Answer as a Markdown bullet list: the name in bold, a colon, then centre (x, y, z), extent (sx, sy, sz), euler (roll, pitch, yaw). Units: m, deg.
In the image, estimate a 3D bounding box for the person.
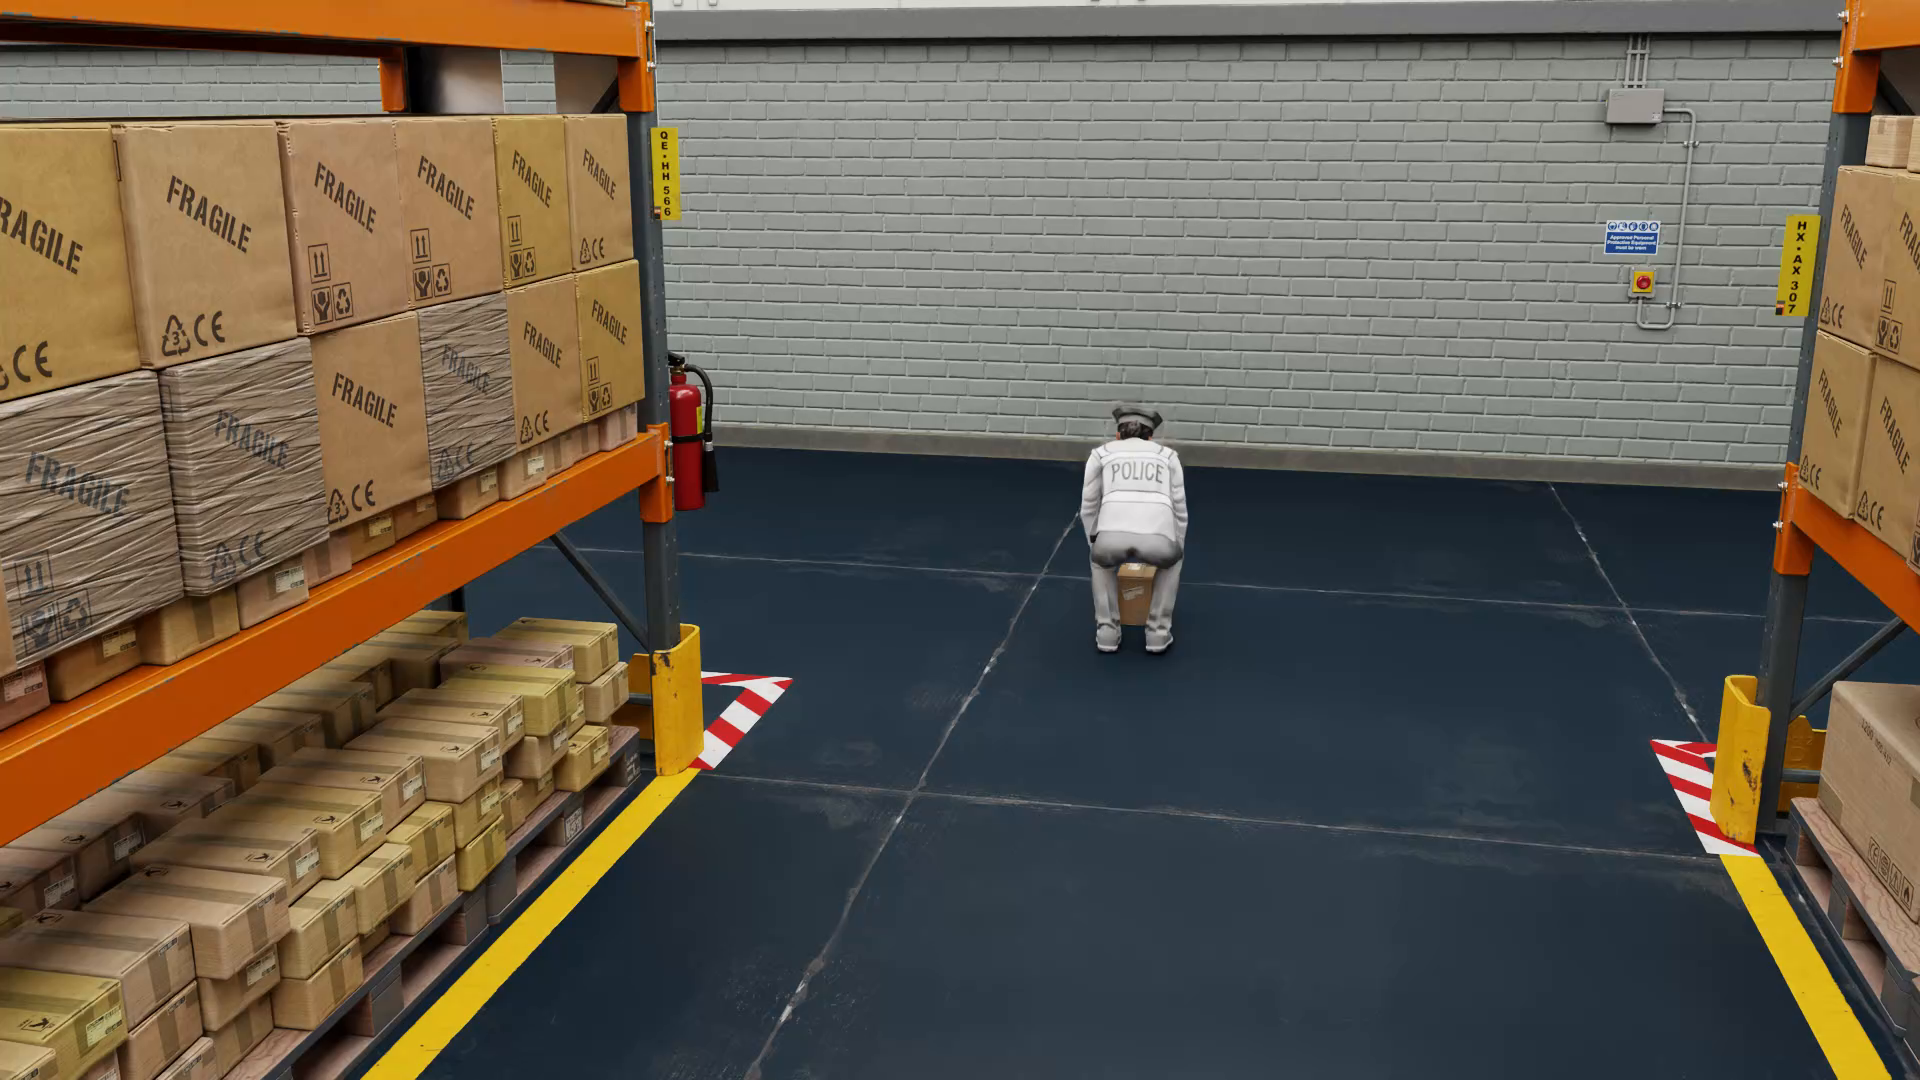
- **person**: centre (0.804, -0.050, 7.816), extent (0.510, 1.101, 0.820), euler (3, 15, 11)
